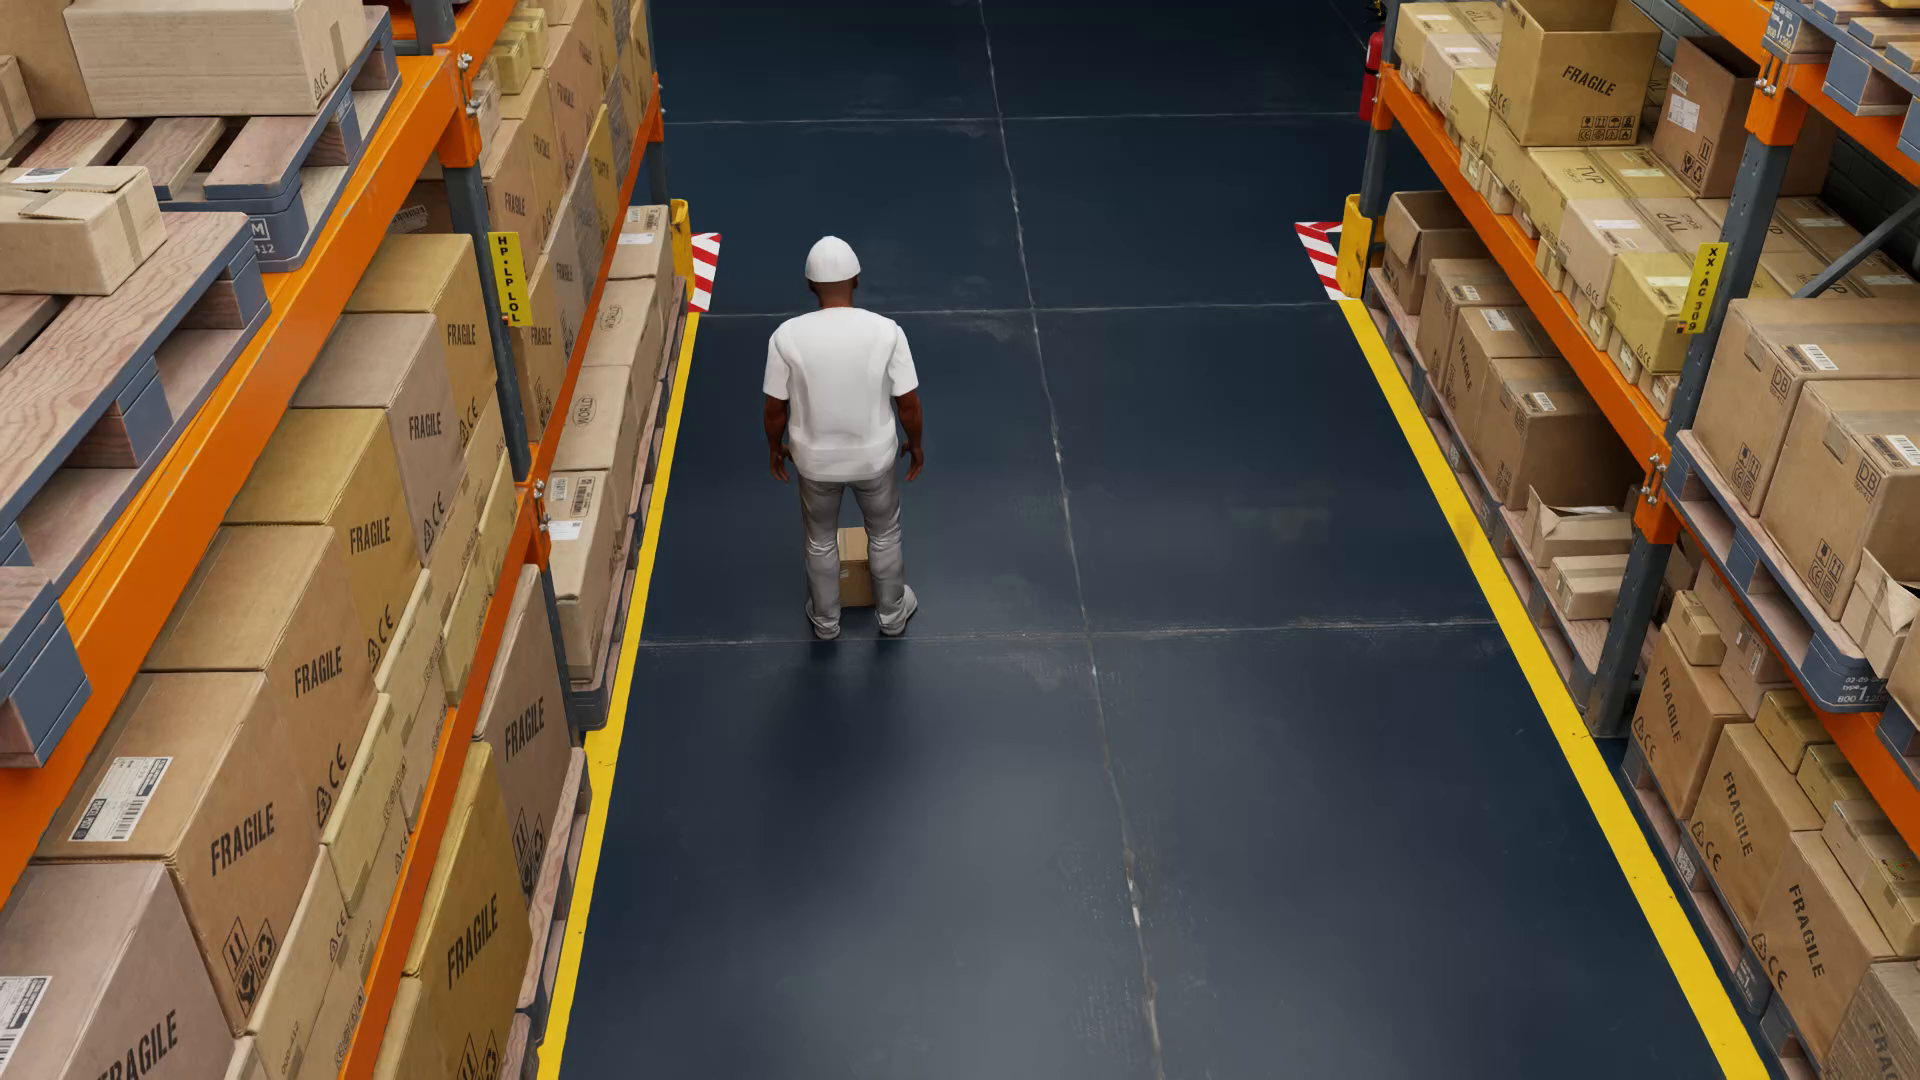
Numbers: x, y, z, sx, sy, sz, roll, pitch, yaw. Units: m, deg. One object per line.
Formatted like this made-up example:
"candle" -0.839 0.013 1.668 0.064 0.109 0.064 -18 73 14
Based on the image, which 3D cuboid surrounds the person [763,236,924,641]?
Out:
"person" -0.458 -0.368 6.654 0.628 1.761 0.458 -1 35 -2
